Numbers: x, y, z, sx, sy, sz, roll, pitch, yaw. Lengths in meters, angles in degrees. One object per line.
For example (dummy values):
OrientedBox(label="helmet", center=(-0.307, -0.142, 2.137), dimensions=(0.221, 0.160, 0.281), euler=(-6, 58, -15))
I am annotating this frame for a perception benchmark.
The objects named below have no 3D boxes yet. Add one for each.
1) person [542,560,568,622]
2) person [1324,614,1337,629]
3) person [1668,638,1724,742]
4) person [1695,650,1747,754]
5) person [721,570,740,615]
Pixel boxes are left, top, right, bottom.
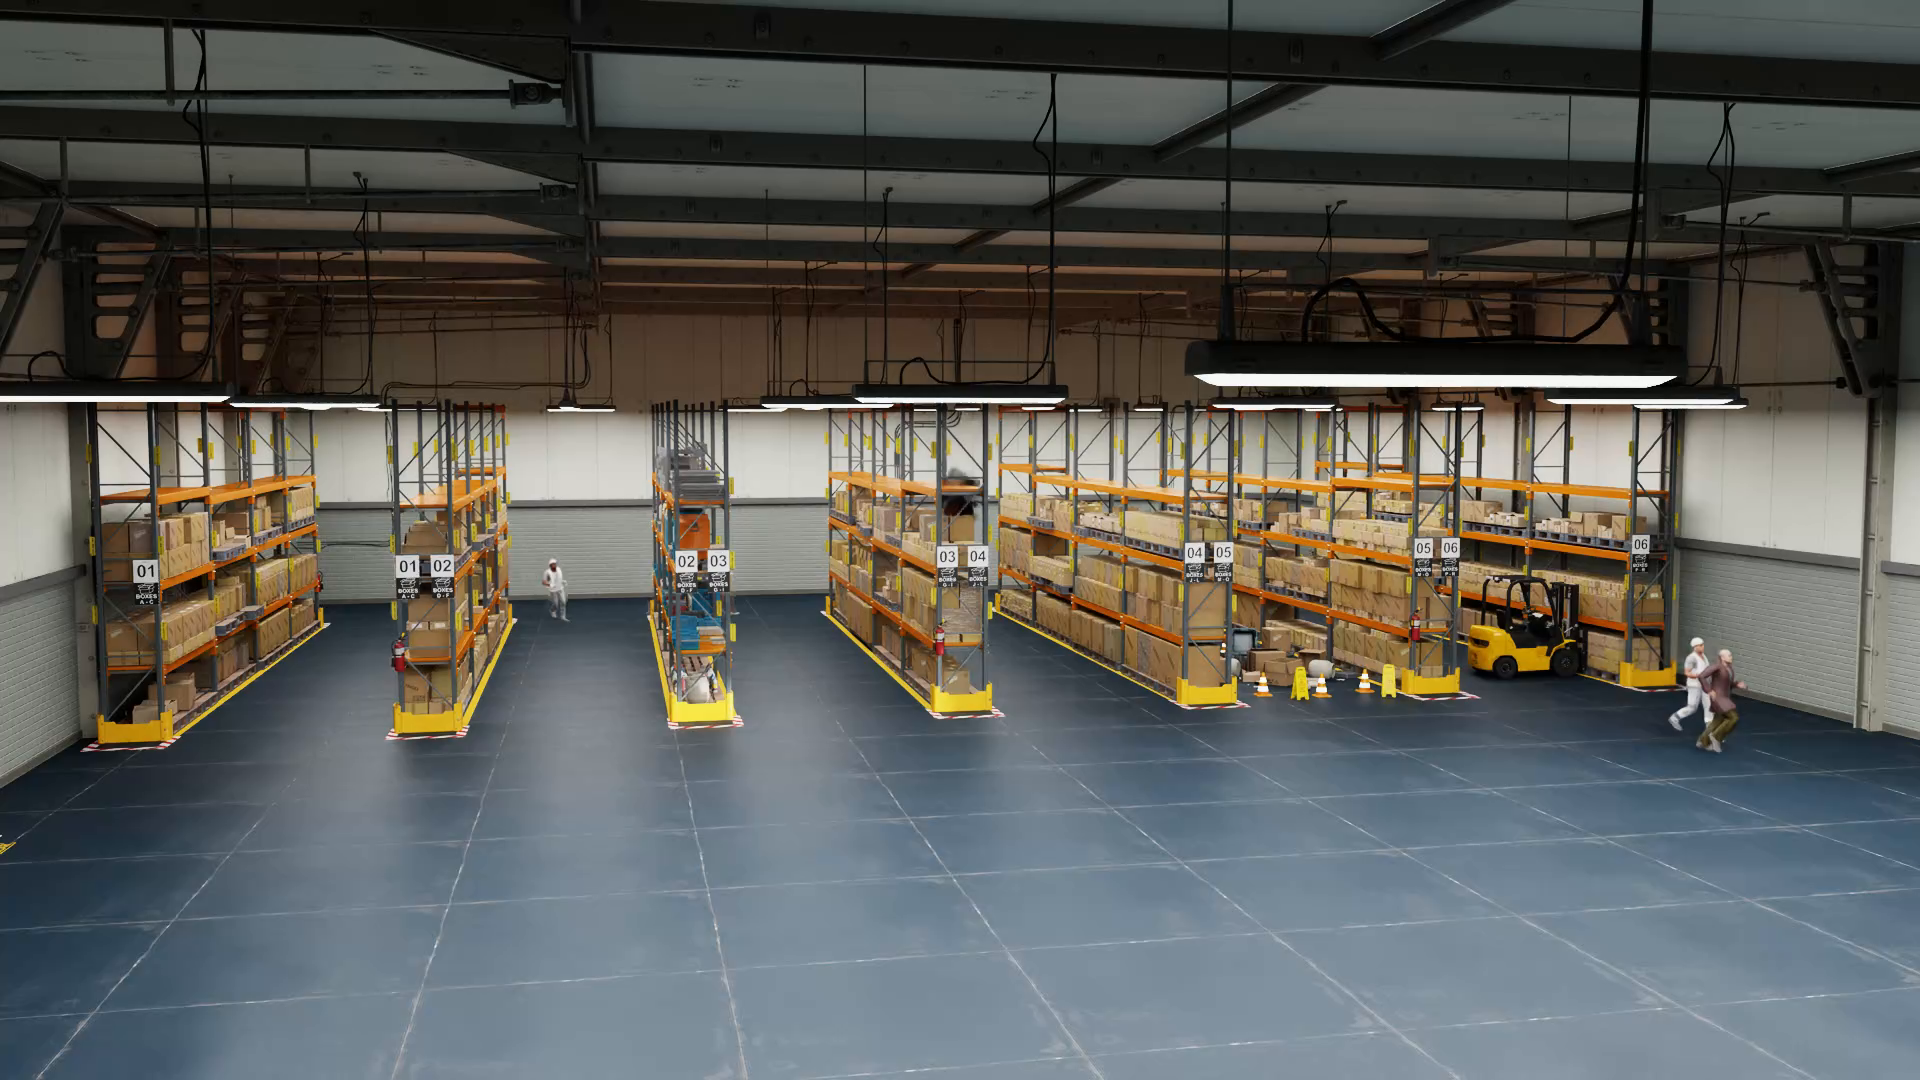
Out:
OrientedBox(label="person", center=(-11.244, 1.402, 46.058), dimensions=(0.781, 1.744, 0.728), euler=(4, 6, 44))
OrientedBox(label="person", center=(9.519, 1.648, 42.603), dimensions=(0.662, 1.771, 0.868), euler=(-1, 4, -15))
OrientedBox(label="person", center=(13.031, 2.611, 29.368), dimensions=(0.668, 1.787, 1.007), euler=(-3, 5, -32))
OrientedBox(label="person", center=(12.873, 2.724, 28.122), dimensions=(0.775, 1.755, 0.697), euler=(4, 6, 44))
OrientedBox(label="person", center=(-6.696, 1.332, 47.447), dimensions=(0.743, 1.620, 0.637), euler=(3, 5, 37))
